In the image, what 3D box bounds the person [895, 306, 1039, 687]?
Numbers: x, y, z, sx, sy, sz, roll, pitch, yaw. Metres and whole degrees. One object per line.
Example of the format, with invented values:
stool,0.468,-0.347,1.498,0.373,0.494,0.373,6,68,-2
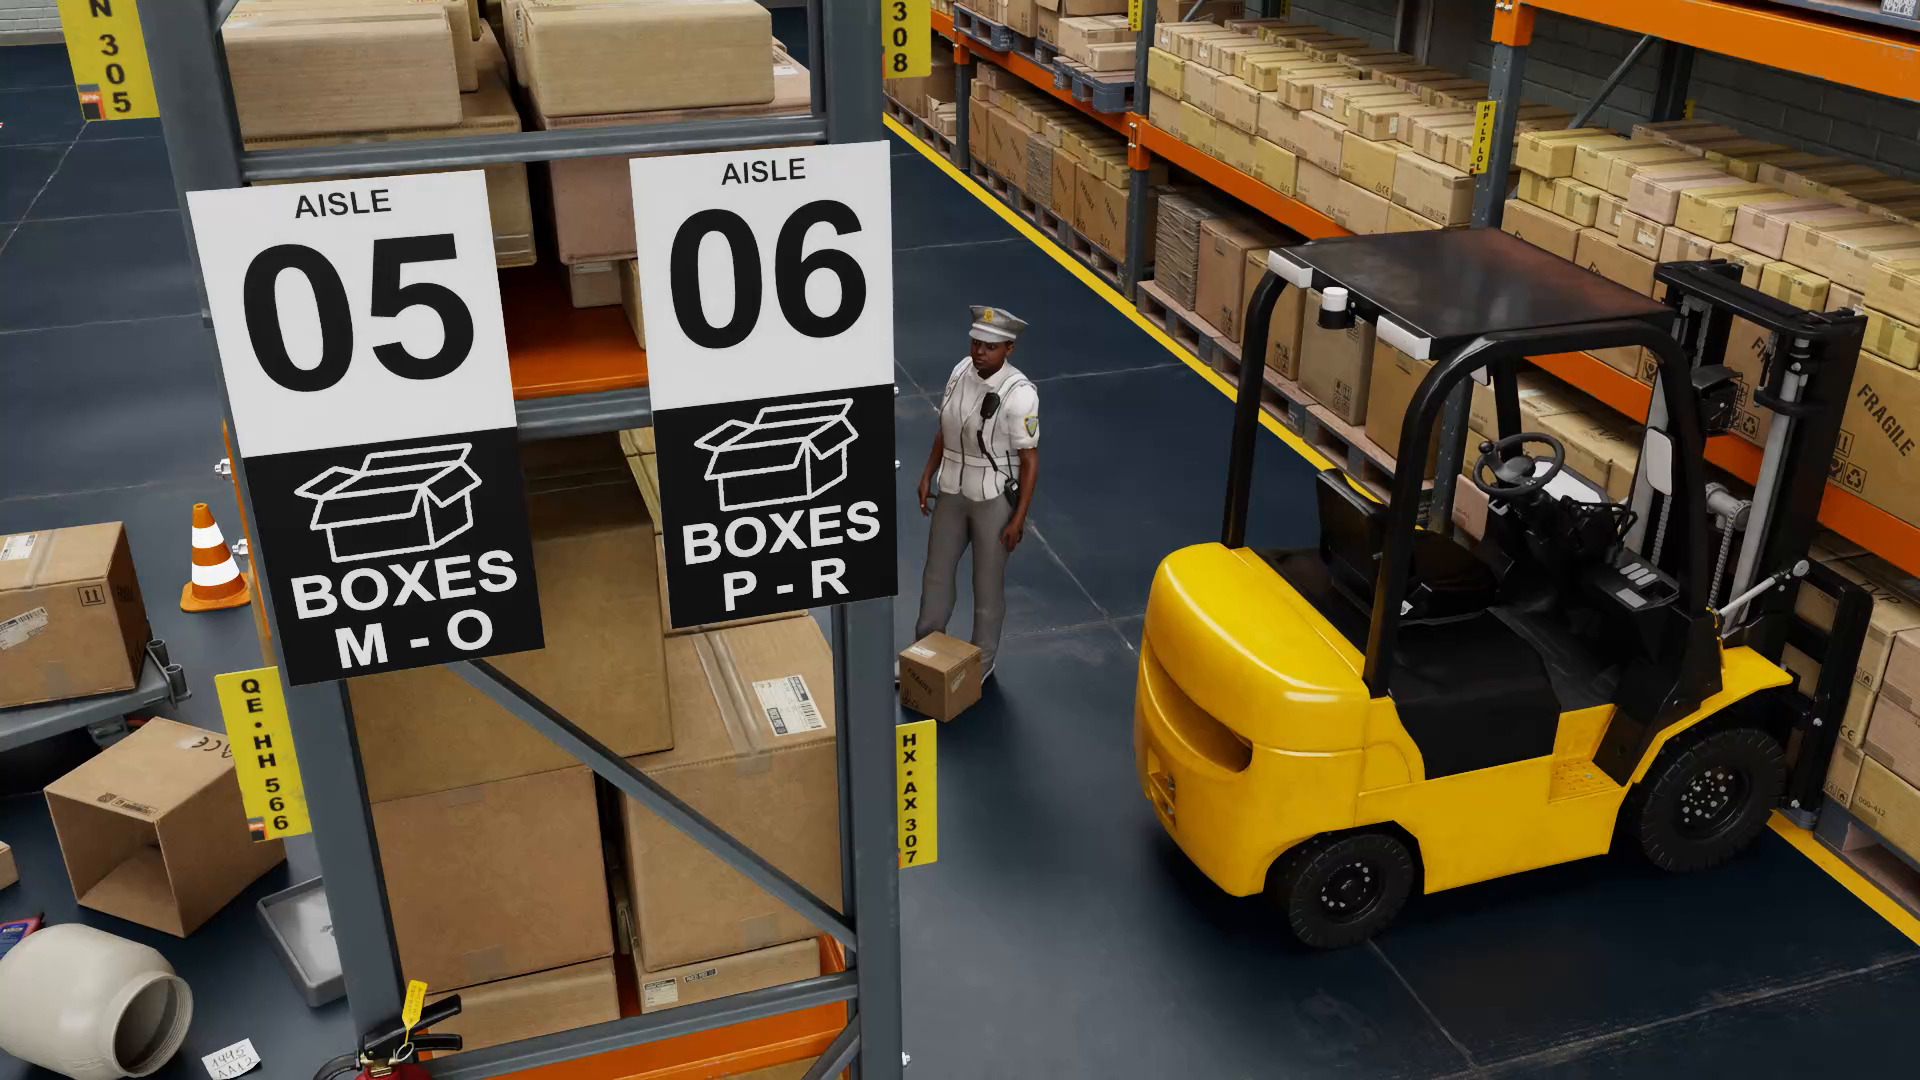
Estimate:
person,0.022,-0.155,6.871,0.568,1.692,0.529,20,33,35
